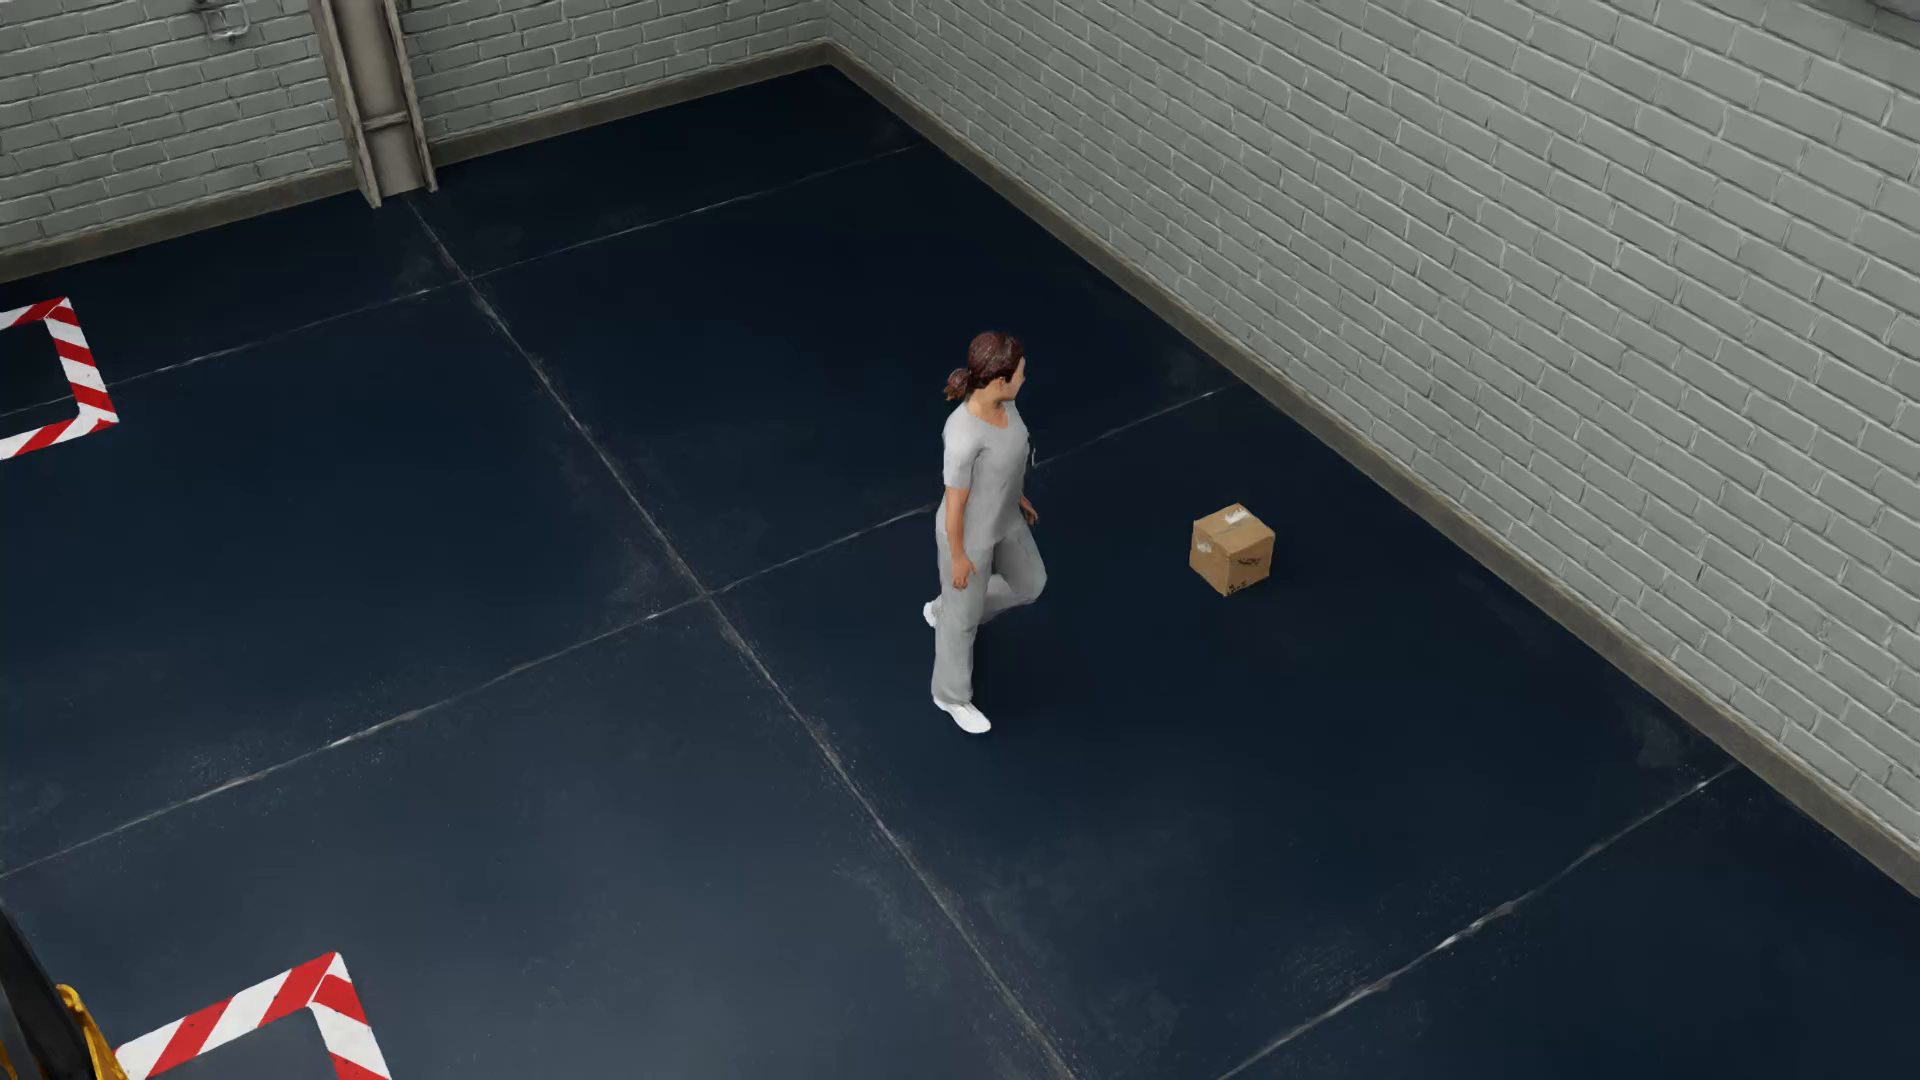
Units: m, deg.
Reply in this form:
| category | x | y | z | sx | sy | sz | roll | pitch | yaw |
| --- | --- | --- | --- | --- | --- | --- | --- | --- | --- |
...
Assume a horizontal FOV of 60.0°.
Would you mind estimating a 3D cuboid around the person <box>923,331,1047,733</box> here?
| category | x | y | z | sx | sy | sz | roll | pitch | yaw |
| --- | --- | --- | --- | --- | --- | --- | --- | --- | --- |
| person | 0.044 | -0.062 | 6.216 | 0.501 | 1.660 | 0.538 | 21 | 45 | 22 |
